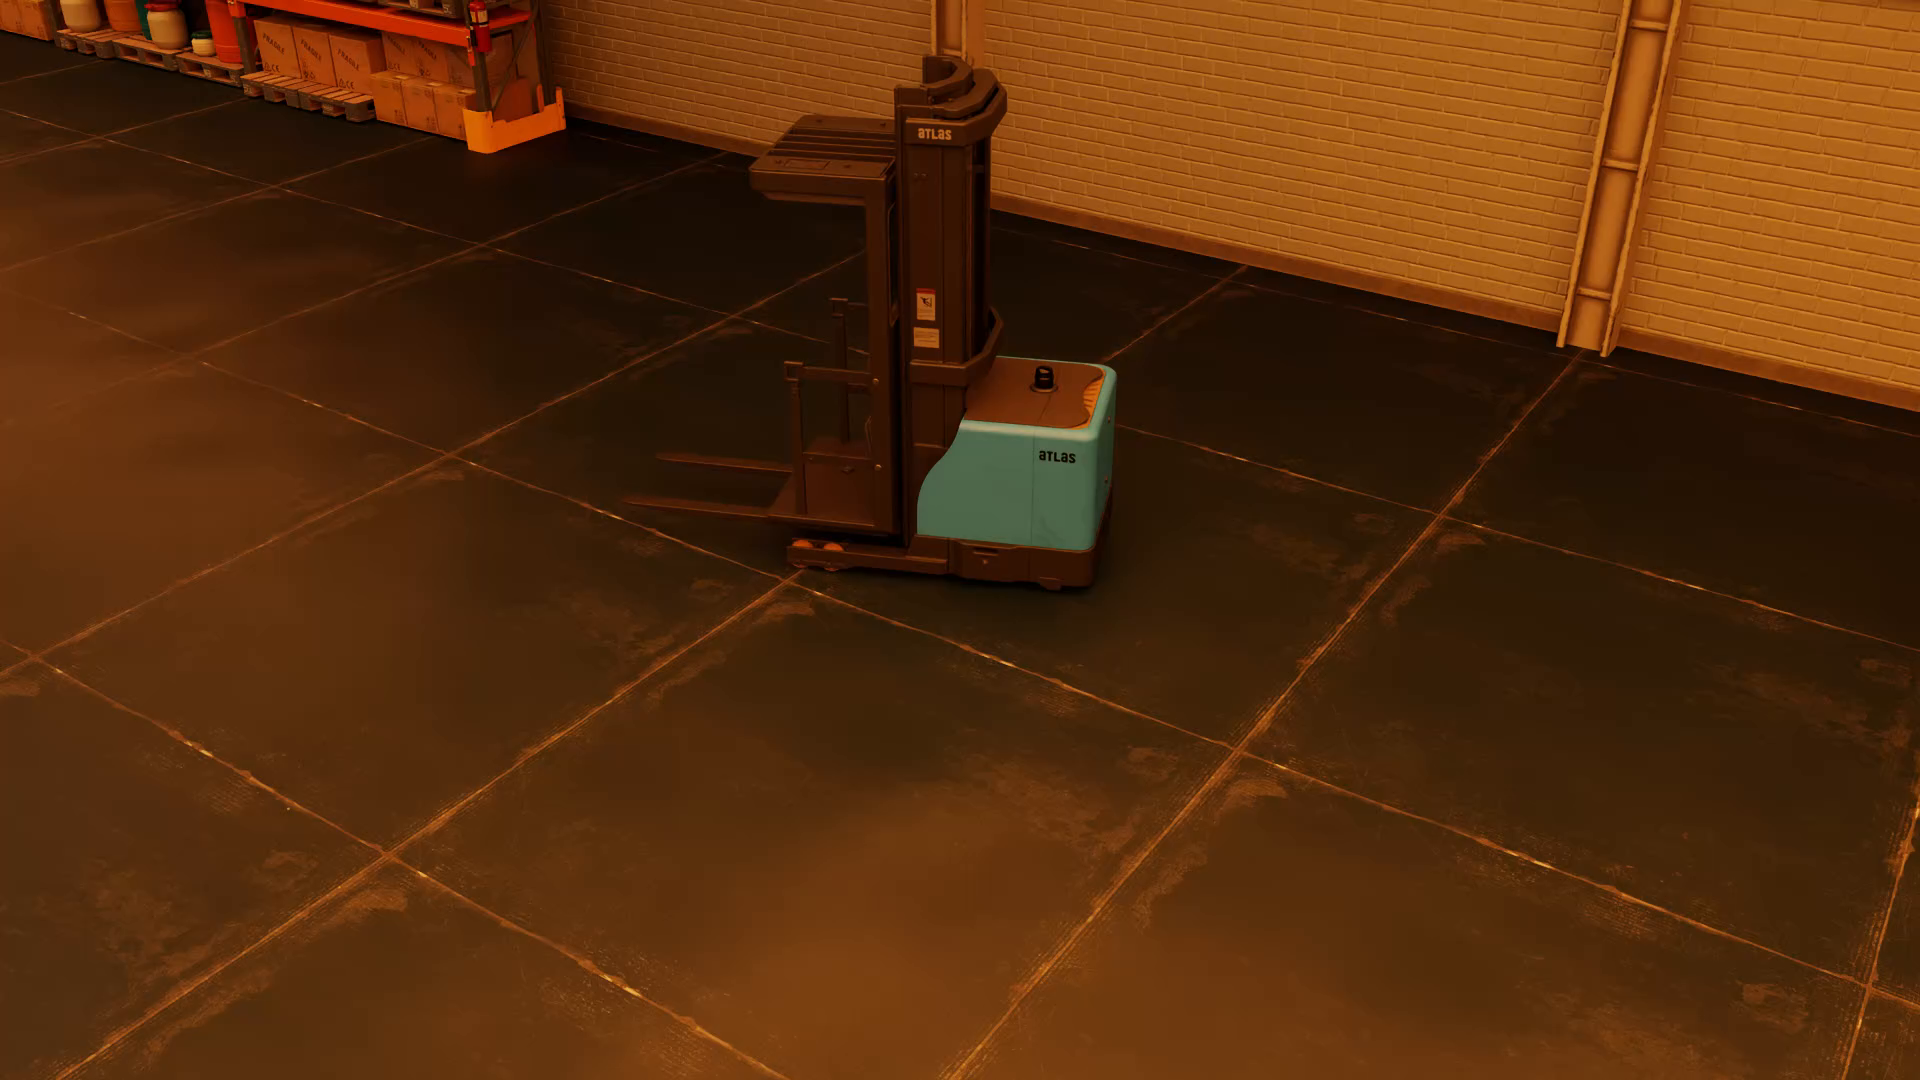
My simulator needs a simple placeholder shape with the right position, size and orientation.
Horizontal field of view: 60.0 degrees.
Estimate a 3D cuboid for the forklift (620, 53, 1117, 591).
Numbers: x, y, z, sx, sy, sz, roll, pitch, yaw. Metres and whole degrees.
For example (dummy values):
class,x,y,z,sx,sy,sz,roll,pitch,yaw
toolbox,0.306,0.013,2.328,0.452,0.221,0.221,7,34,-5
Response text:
class,x,y,z,sx,sy,sz,roll,pitch,yaw
forklift,-0.596,-1.330,9.871,3.031,2.935,1.130,6,31,10
